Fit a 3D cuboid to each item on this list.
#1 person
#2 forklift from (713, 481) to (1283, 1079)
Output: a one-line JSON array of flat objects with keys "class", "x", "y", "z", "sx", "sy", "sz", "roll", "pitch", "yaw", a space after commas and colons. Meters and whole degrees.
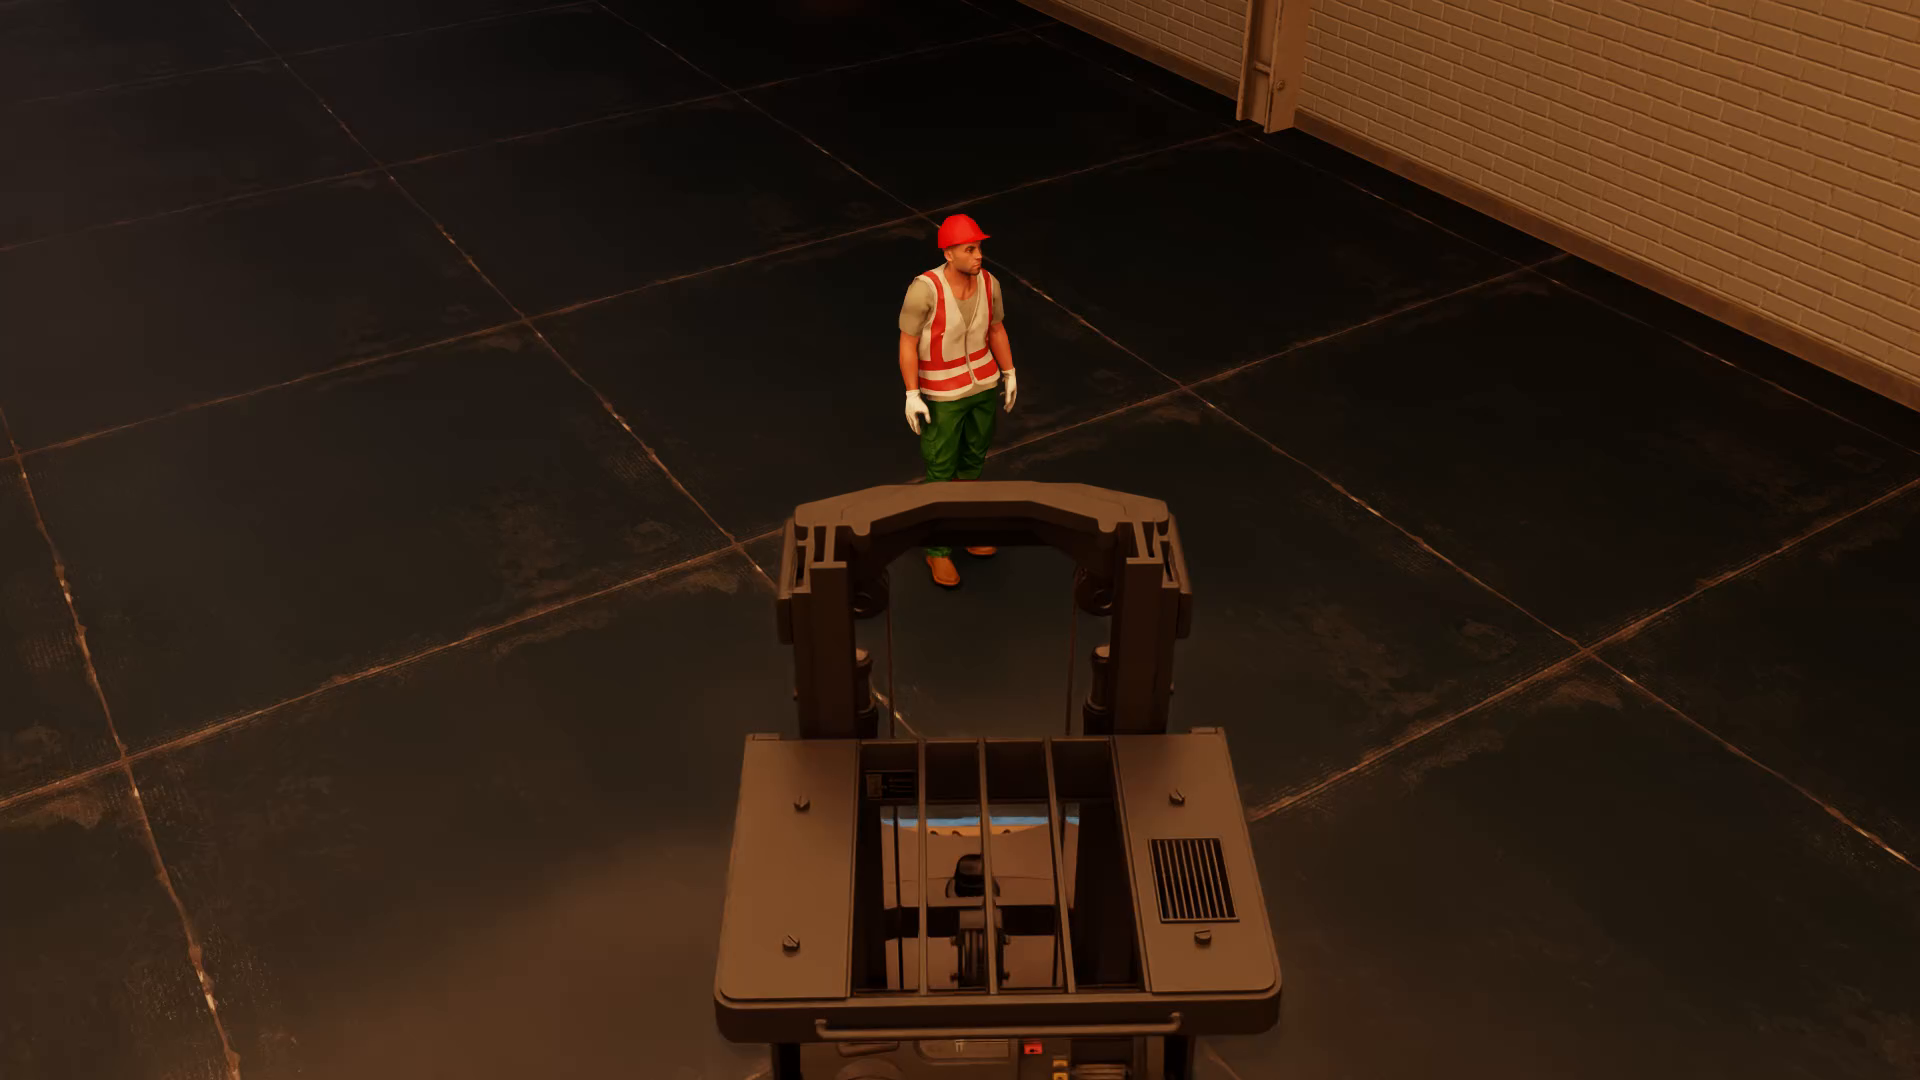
[{"class": "person", "x": 0.033, "y": -0.696, "z": 8.118, "sx": 0.637, "sy": 1.787, "sz": 0.564, "roll": -21, "pitch": 40, "yaw": -27}, {"class": "forklift", "x": 0.065, "y": 1.444, "z": 4.092, "sx": 1.130, "sy": 2.935, "sz": 3.031, "roll": -1, "pitch": 35, "yaw": -1}]
